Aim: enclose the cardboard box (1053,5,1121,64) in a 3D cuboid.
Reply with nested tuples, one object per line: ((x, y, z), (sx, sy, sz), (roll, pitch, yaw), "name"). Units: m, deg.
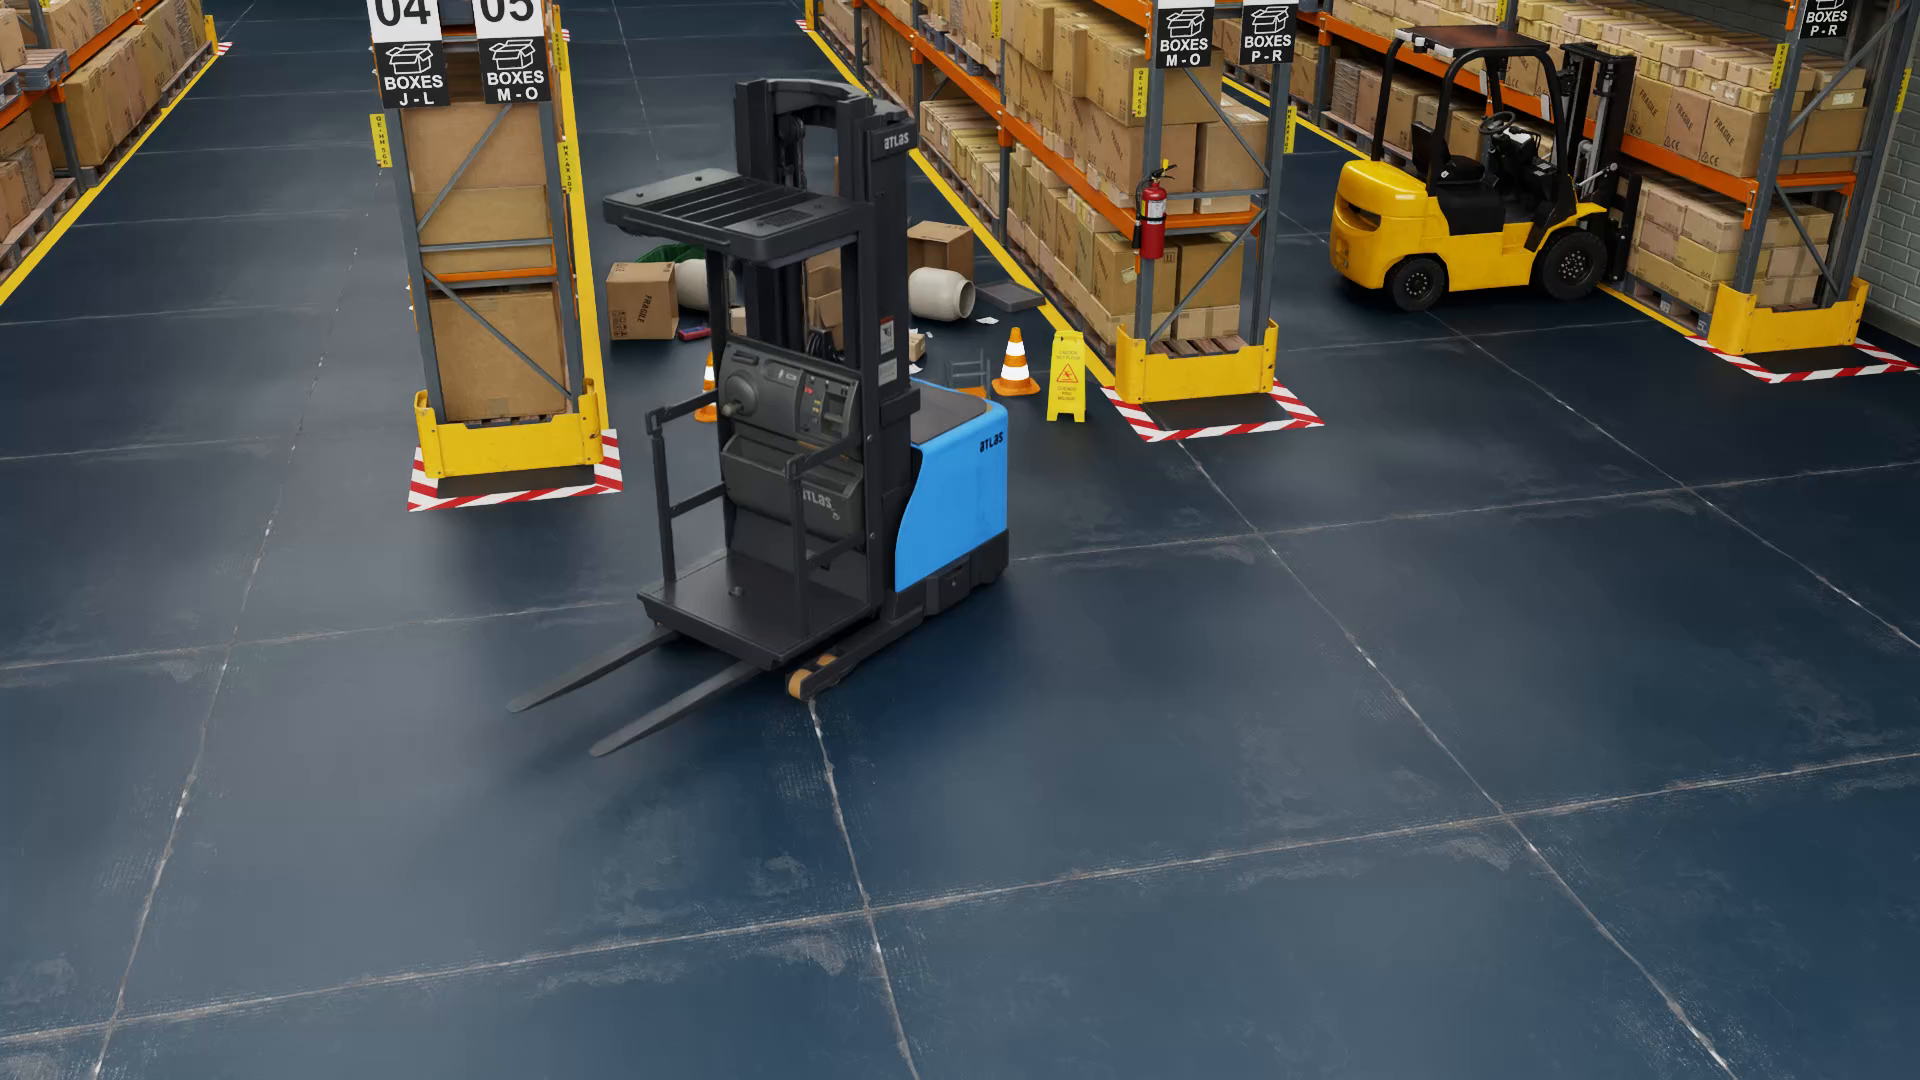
((1.144, -3.929, 13.155), (0.700, 0.500, 0.500), (-6, 27, -12), "cardboard box")

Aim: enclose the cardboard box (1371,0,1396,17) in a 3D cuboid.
((4.877, -5.936, 18.294), (0.500, 0.250, 0.500), (-7, 28, -13), "cardboard box")

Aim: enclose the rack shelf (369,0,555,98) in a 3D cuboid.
((-3.480, -3.783, 11.885), (1.077, 0.370, 4.000), (-6, 27, -12), "rack shelf")

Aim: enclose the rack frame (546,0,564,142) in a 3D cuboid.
((-4.832, -5.399, 17.617), (1.000, 3.000, 0.127), (-6, 27, -12), "rack frame")

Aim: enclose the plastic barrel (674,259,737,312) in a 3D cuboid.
((-2.180, -2.150, 14.040), (0.512, 0.421, 0.421), (13, 30, 24), "plastic barrel")

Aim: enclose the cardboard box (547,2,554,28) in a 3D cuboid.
((-4.469, -5.273, 17.257), (0.500, 0.500, 0.500), (-6, 27, -12), "cardboard box")

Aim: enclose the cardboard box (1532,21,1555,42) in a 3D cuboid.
((5.580, -4.749, 15.500), (0.380, 0.149, 0.250), (-5, 27, -10), "cardboard box")

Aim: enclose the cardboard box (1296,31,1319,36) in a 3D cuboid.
((4.322, -6.361, 21.111), (0.380, 0.149, 0.250), (-5, 27, -10), "cardboard box")

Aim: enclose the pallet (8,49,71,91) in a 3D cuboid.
((-9.422, -4.552, 16.152), (1.213, 0.211, 1.003), (-6, 27, -12), "pallet")

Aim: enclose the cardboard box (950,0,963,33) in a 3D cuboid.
((0.200, -5.409, 16.730), (0.500, 0.500, 0.500), (-7, 28, -14), "cardboard box")

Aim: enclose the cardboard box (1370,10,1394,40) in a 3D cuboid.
((4.897, -5.718, 18.416), (0.500, 0.250, 0.500), (-7, 28, -13), "cardboard box")

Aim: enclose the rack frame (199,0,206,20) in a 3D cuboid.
((-11.490, -8.451, 23.665), (1.000, 3.000, 0.127), (-6, 27, -12), "rack frame")

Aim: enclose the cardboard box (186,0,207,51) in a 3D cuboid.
((-11.268, -7.417, 23.509), (0.875, 0.875, 0.875), (-6, 27, -12), "cardboard box")

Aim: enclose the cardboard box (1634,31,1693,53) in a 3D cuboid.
((5.969, -4.215, 14.111), (0.380, 0.149, 0.250), (-6, 27, -11), "cardboard box")

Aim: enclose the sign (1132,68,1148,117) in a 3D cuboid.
((1.226, -3.044, 11.316), (0.100, 0.325, 0.005), (-6, 27, -12), "sign")

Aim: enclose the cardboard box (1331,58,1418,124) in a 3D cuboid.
((4.931, -5.303, 19.598), (0.875, 0.625, 0.625), (-5, 27, -10), "cardboard box")

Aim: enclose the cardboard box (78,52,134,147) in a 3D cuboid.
((-10.015, -4.875, 18.472), (1.225, 0.875, 0.875), (-6, 27, -11), "cardboard box")

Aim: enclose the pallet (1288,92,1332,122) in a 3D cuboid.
((4.672, -5.538, 20.988), (1.003, 0.211, 1.213), (-6, 27, -12), "pallet")

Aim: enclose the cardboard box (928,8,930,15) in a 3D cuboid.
((-0.140, -5.859, 18.343), (0.380, 0.149, 0.250), (-8, 28, -15), "cardboard box")

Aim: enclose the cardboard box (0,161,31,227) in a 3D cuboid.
((-9.244, -3.237, 15.621), (0.700, 0.500, 0.500), (-4, 27, -7), "cardboard box")

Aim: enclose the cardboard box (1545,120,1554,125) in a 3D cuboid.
((6.004, -3.905, 16.134), (0.500, 0.250, 0.500), (-5, 27, -11), "cardboard box")

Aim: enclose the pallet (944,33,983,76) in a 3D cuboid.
((0.454, -4.995, 17.030), (1.003, 0.211, 1.213), (-6, 27, -12), "pallet")

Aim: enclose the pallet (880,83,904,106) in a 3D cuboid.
((-0.407, -5.589, 21.089), (1.003, 0.211, 1.213), (-6, 27, -12), "pallet")

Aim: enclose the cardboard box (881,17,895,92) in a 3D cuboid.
((-0.504, -6.281, 21.257), (0.875, 0.875, 0.875), (-5, 27, -10), "cardboard box")

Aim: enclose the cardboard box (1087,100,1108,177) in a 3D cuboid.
((1.272, -3.042, 12.506), (0.500, 0.500, 0.500), (-6, 27, -11), "cardboard box")

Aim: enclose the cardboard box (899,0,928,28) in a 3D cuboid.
((-0.399, -6.074, 19.122), (0.500, 0.250, 0.500), (-7, 28, -13), "cardboard box")

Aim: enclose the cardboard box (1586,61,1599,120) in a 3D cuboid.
((5.799, -4.069, 14.873), (0.500, 0.500, 0.500), (-6, 27, -12), "cardboard box")

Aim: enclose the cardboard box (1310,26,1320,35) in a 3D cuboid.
((4.745, -6.532, 21.450), (0.380, 0.149, 0.250), (-7, 28, -13), "cardboard box")

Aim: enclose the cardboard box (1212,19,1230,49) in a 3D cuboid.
((3.792, -7.044, 23.184), (0.500, 0.500, 0.500), (-5, 27, -9), "cardboard box")

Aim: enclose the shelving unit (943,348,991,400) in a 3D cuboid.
((0.038, -0.546, 9.999), (0.258, 1.200, 0.189), (-5, 27, -10), "shelving unit")

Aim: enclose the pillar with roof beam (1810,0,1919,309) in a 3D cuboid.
((3.133, -5.578, 11.314), (9.100, 9.000, 0.400), (-6, 27, -12), "pillar with roof beam")

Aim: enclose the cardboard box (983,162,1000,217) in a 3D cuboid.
((0.749, -3.434, 16.175), (0.950, 0.372, 0.625), (-6, 27, -11), "cardboard box")

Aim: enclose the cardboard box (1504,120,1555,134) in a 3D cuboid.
((5.508, -3.857, 16.039), (0.500, 0.250, 0.500), (-6, 27, -12), "cardboard box")

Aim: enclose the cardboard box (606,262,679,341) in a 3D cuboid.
((-2.581, -1.951, 13.557), (0.500, 0.500, 0.500), (-1, 27, -3), "cardboard box")

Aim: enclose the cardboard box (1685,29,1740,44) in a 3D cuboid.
((6.418, -4.257, 14.195), (0.380, 0.149, 0.250), (-6, 27, -11), "cardboard box")

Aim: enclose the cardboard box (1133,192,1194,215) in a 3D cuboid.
((1.478, -2.464, 12.081), (0.380, 0.149, 0.250), (-5, 27, -10), "cardboard box")

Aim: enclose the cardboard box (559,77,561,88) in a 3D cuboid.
((-5.321, -5.927, 20.972), (0.500, 0.500, 0.500), (-6, 27, -13), "cardboard box")

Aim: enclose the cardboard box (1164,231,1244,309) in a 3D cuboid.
((1.853, -2.121, 12.876), (0.500, 0.500, 0.500), (-7, 28, -13), "cardboard box")

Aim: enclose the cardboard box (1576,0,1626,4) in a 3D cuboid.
((6.071, -5.053, 15.771), (0.380, 0.149, 0.250), (-6, 27, -11), "cardboard box")

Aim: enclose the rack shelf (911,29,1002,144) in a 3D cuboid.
((0.419, -4.746, 17.123), (1.077, 0.370, 4.000), (-6, 27, -12), "rack shelf")

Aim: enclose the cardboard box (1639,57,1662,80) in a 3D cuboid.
((5.942, -3.958, 13.932), (0.380, 0.149, 0.250), (-6, 27, -11), "cardboard box")

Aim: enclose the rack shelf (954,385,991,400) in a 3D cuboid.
((0.038, -0.827, 9.857), (0.258, 0.103, 0.180), (-5, 27, -10), "rack shelf")

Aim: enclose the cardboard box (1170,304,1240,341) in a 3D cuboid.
((1.859, -1.776, 13.025), (0.500, 0.250, 0.500), (-6, 27, -12), "cardboard box")

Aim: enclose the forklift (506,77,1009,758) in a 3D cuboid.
((-1.021, -0.726, 8.436), (1.130, 2.935, 3.031), (20, 33, 34), "forklift")

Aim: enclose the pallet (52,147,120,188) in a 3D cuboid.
((-9.791, -4.048, 18.036), (1.003, 0.211, 1.213), (-6, 27, -12), "pallet")

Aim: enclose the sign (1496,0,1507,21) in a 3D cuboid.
((5.178, -5.117, 15.863), (0.100, 0.325, 0.005), (-6, 27, -12), "sign")

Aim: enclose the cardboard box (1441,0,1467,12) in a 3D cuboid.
((5.143, -5.483, 16.954), (0.380, 0.149, 0.250), (-7, 28, -13), "cardboard box")

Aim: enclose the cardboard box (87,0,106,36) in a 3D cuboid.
((-9.879, -5.895, 18.490), (0.500, 0.500, 0.500), (-6, 27, -11), "cardboard box")

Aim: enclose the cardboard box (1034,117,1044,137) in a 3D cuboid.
((0.847, -3.575, 14.283), (0.380, 0.149, 0.250), (-5, 27, -10), "cardboard box")

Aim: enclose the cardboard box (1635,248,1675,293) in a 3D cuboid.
((6.090, -2.293, 14.049), (0.500, 0.250, 0.500), (-6, 27, -12), "cardboard box")

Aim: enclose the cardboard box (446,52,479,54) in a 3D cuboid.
((-3.529, -3.314, 12.121), (0.875, 0.550, 0.500), (-6, 27, -12), "cardboard box")

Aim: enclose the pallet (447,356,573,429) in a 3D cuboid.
((-3.285, -0.985, 11.967), (1.003, 0.211, 1.213), (-6, 27, -12), "pallet")

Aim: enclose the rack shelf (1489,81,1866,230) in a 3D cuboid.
((6.156, -3.496, 14.646), (1.077, 0.370, 4.000), (-6, 27, -12), "rack shelf")

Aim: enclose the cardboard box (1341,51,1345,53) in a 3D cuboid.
((4.890, -5.954, 21.025), (0.500, 0.500, 0.500), (-6, 27, -11), "cardboard box")

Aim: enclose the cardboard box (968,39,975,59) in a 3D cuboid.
((0.289, -4.801, 16.246), (0.380, 0.149, 0.250), (-6, 27, -11), "cardboard box")

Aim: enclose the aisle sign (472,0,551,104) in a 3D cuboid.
((-2.721, -3.046, 10.072), (0.394, 0.787, 0.004), (-6, 27, -12), "aisle sign")

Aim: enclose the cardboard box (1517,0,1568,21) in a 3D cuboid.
((5.488, -4.992, 15.651), (0.380, 0.149, 0.250), (-5, 27, -11), "cardboard box")
